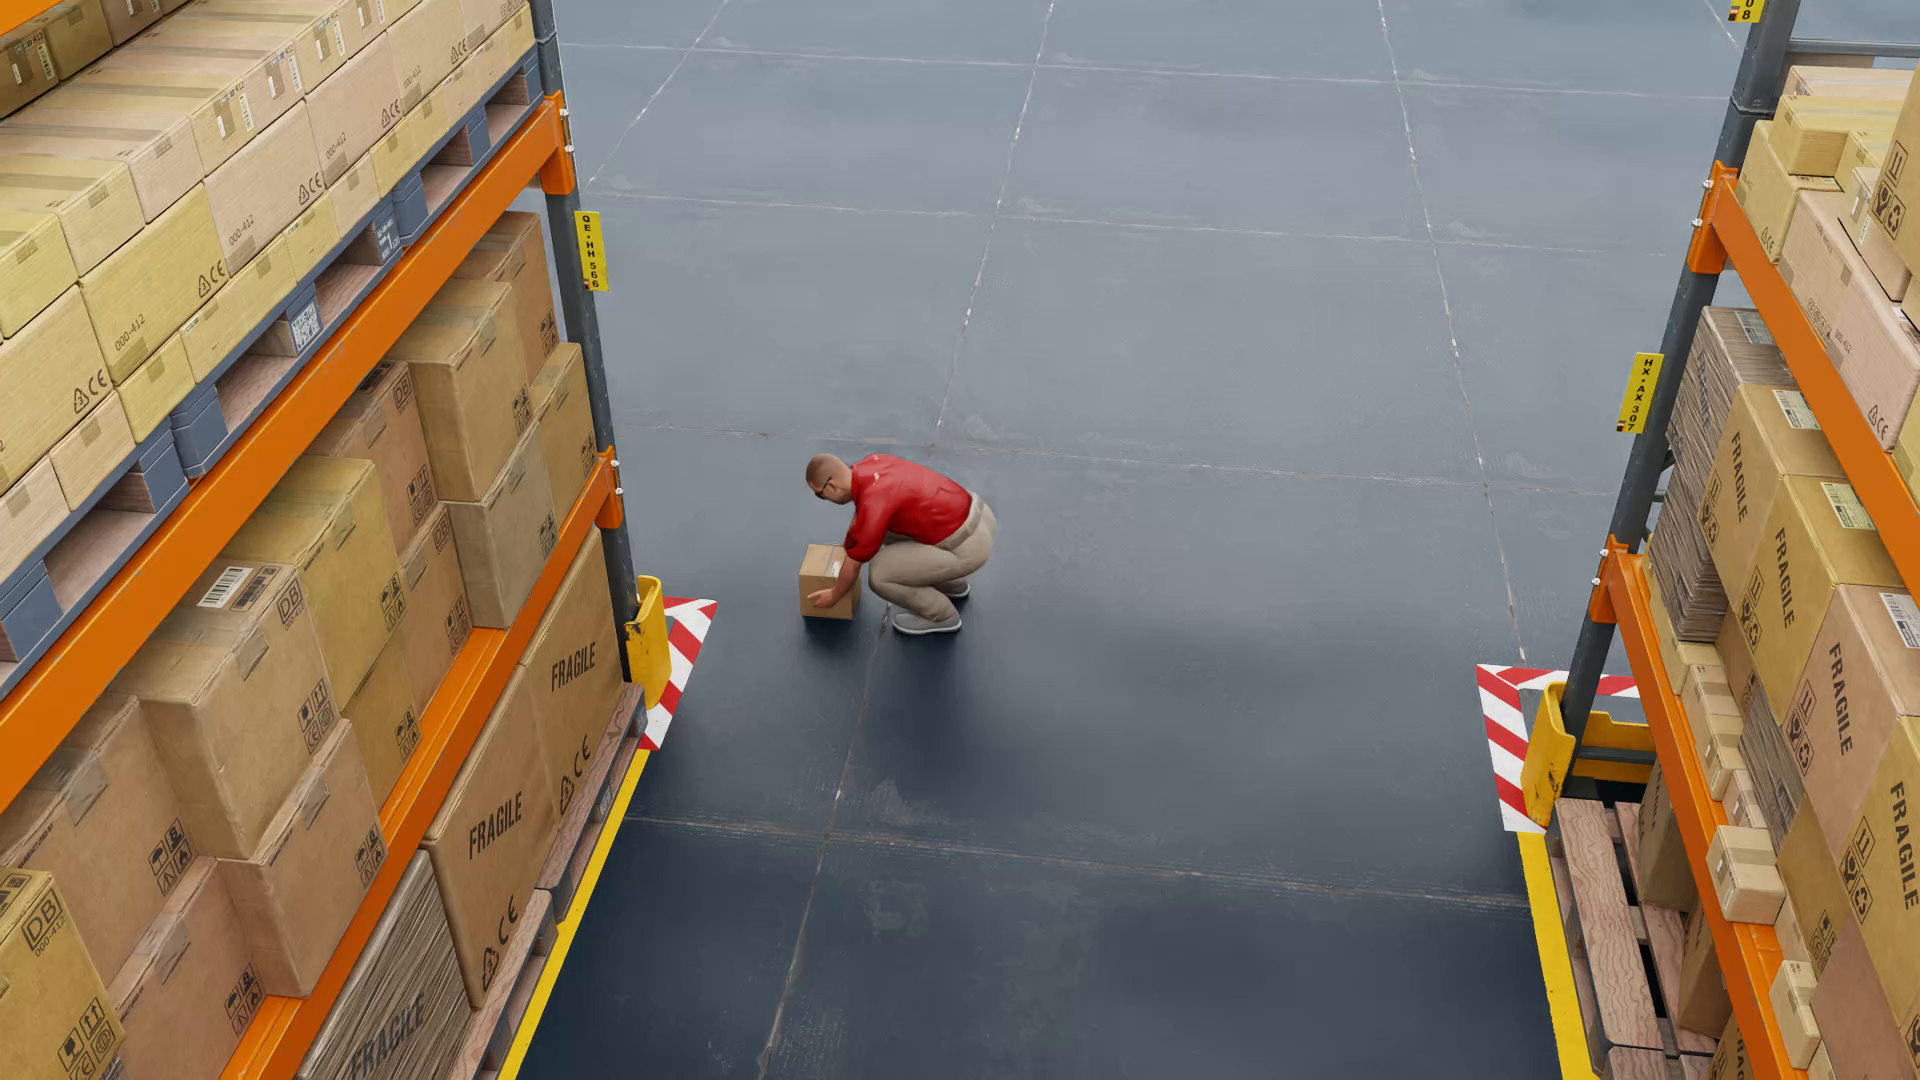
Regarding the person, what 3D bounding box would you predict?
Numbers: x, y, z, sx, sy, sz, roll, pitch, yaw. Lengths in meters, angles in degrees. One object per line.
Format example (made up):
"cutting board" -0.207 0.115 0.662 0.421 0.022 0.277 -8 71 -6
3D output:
"person" -0.184 0.009 7.802 0.690 0.845 0.566 4 36 6
